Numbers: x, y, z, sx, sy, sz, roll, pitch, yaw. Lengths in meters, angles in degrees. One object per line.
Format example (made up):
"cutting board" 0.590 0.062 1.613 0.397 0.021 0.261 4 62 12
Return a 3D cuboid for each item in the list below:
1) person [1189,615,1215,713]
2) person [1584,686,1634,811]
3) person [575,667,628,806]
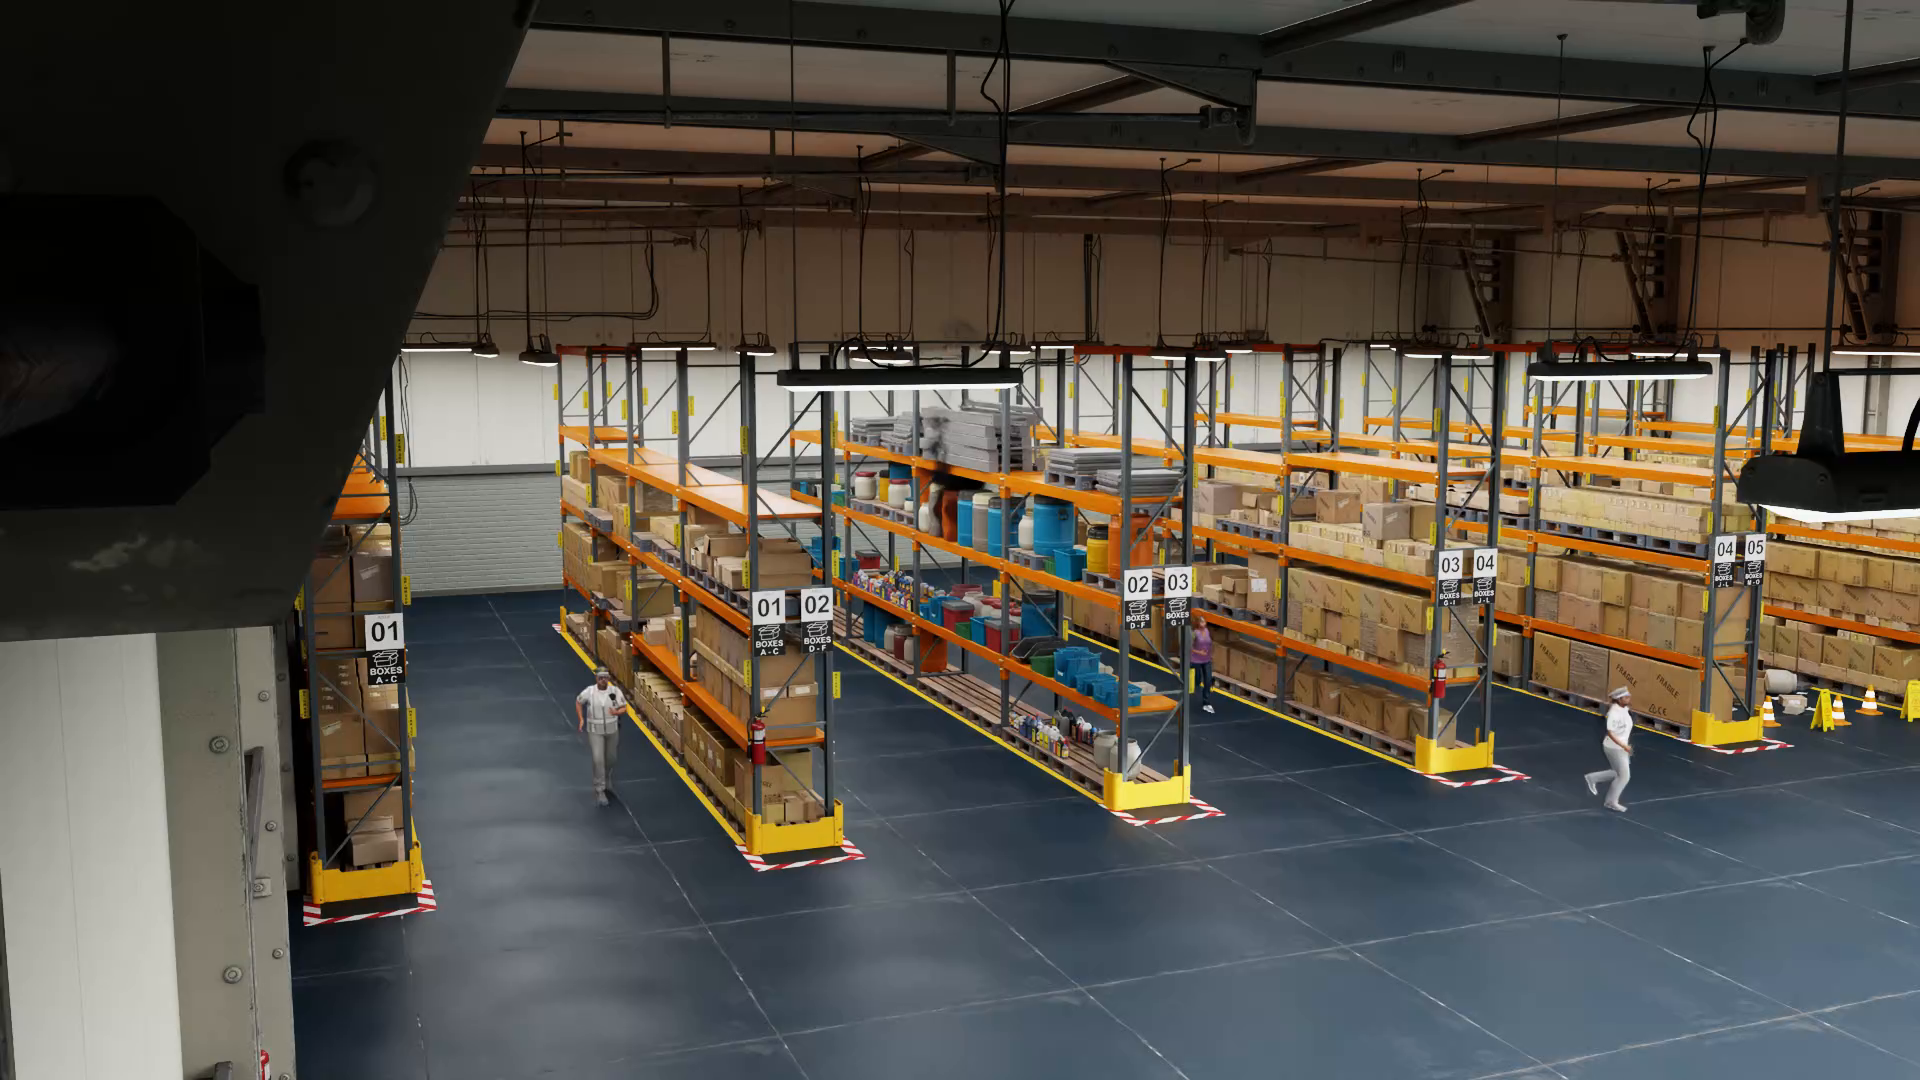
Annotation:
"person" 3.984 2.032 27.652 0.538 1.590 0.847 -4 8 -28
"person" 8.610 2.736 21.991 0.608 1.686 0.585 4 8 30
"person" -4.812 2.585 22.446 0.653 1.798 0.891 -3 8 -23
